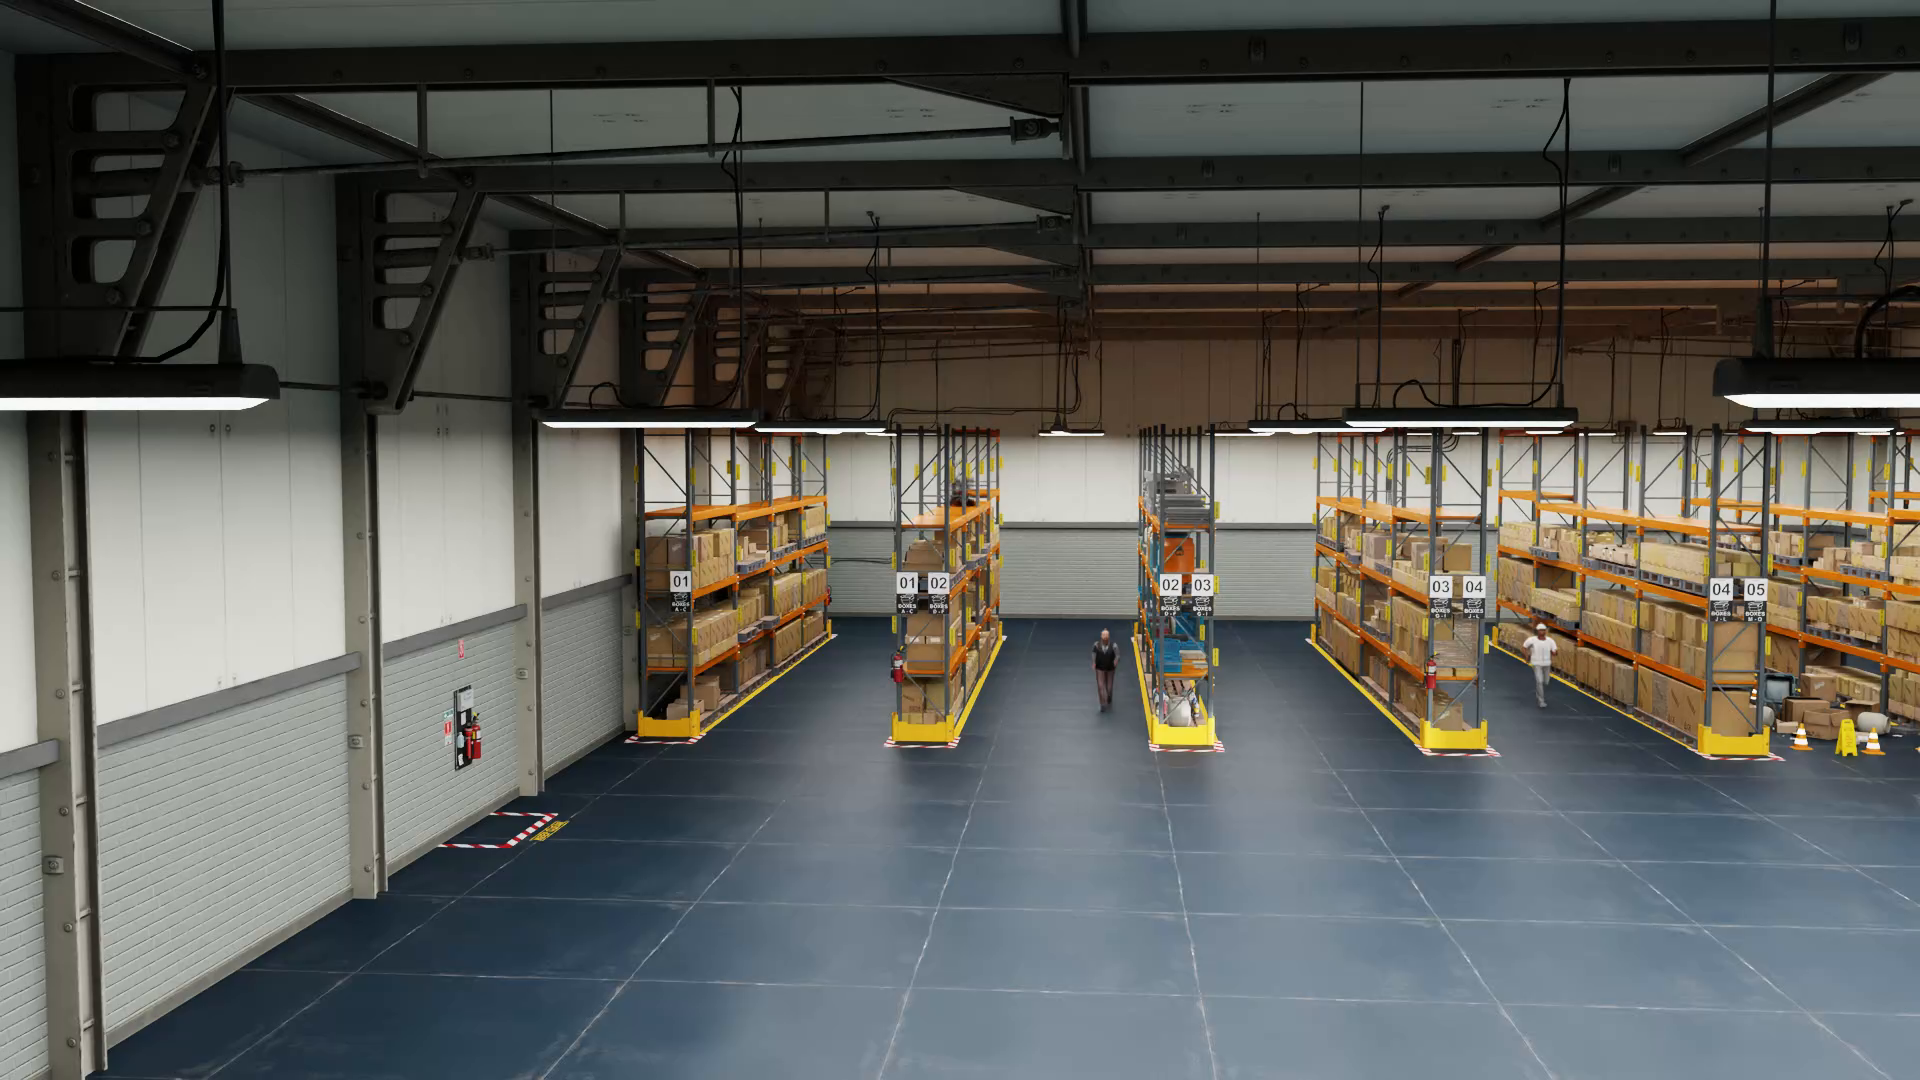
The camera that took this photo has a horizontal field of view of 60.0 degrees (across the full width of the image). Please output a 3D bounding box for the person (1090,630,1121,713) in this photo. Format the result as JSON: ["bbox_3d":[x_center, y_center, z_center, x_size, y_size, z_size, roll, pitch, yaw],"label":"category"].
[{"bbox_3d":[3.069,2.743,35.119,0.643,1.704,0.888,0,3,6],"label":"person"}]

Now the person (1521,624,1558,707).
[{"bbox_3d":[12.440,2.663,35.609,0.710,1.747,0.968,0,3,0],"label":"person"}]
